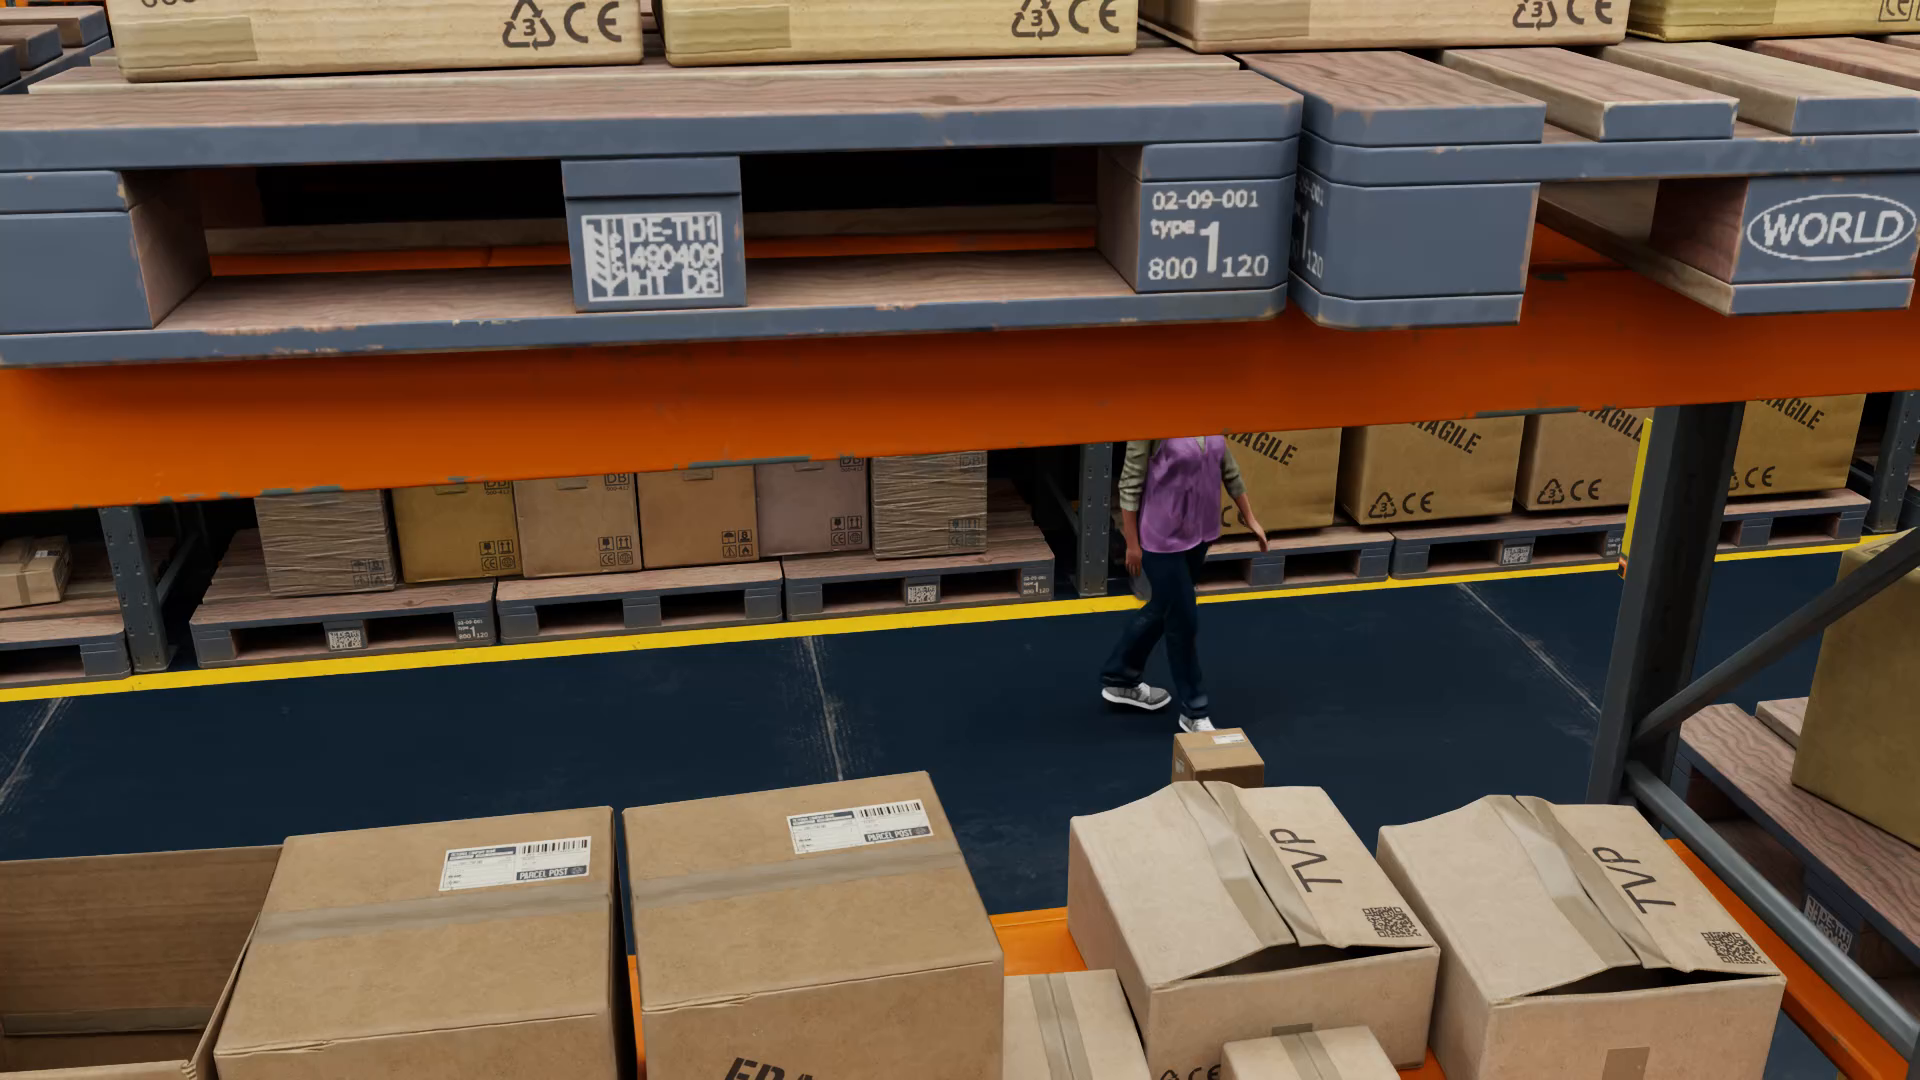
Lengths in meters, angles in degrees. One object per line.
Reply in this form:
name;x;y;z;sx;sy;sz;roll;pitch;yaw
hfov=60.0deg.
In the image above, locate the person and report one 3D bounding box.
person;0.818;-0.009;6.135;0.500;1.610;0.568;-21;31;-39
